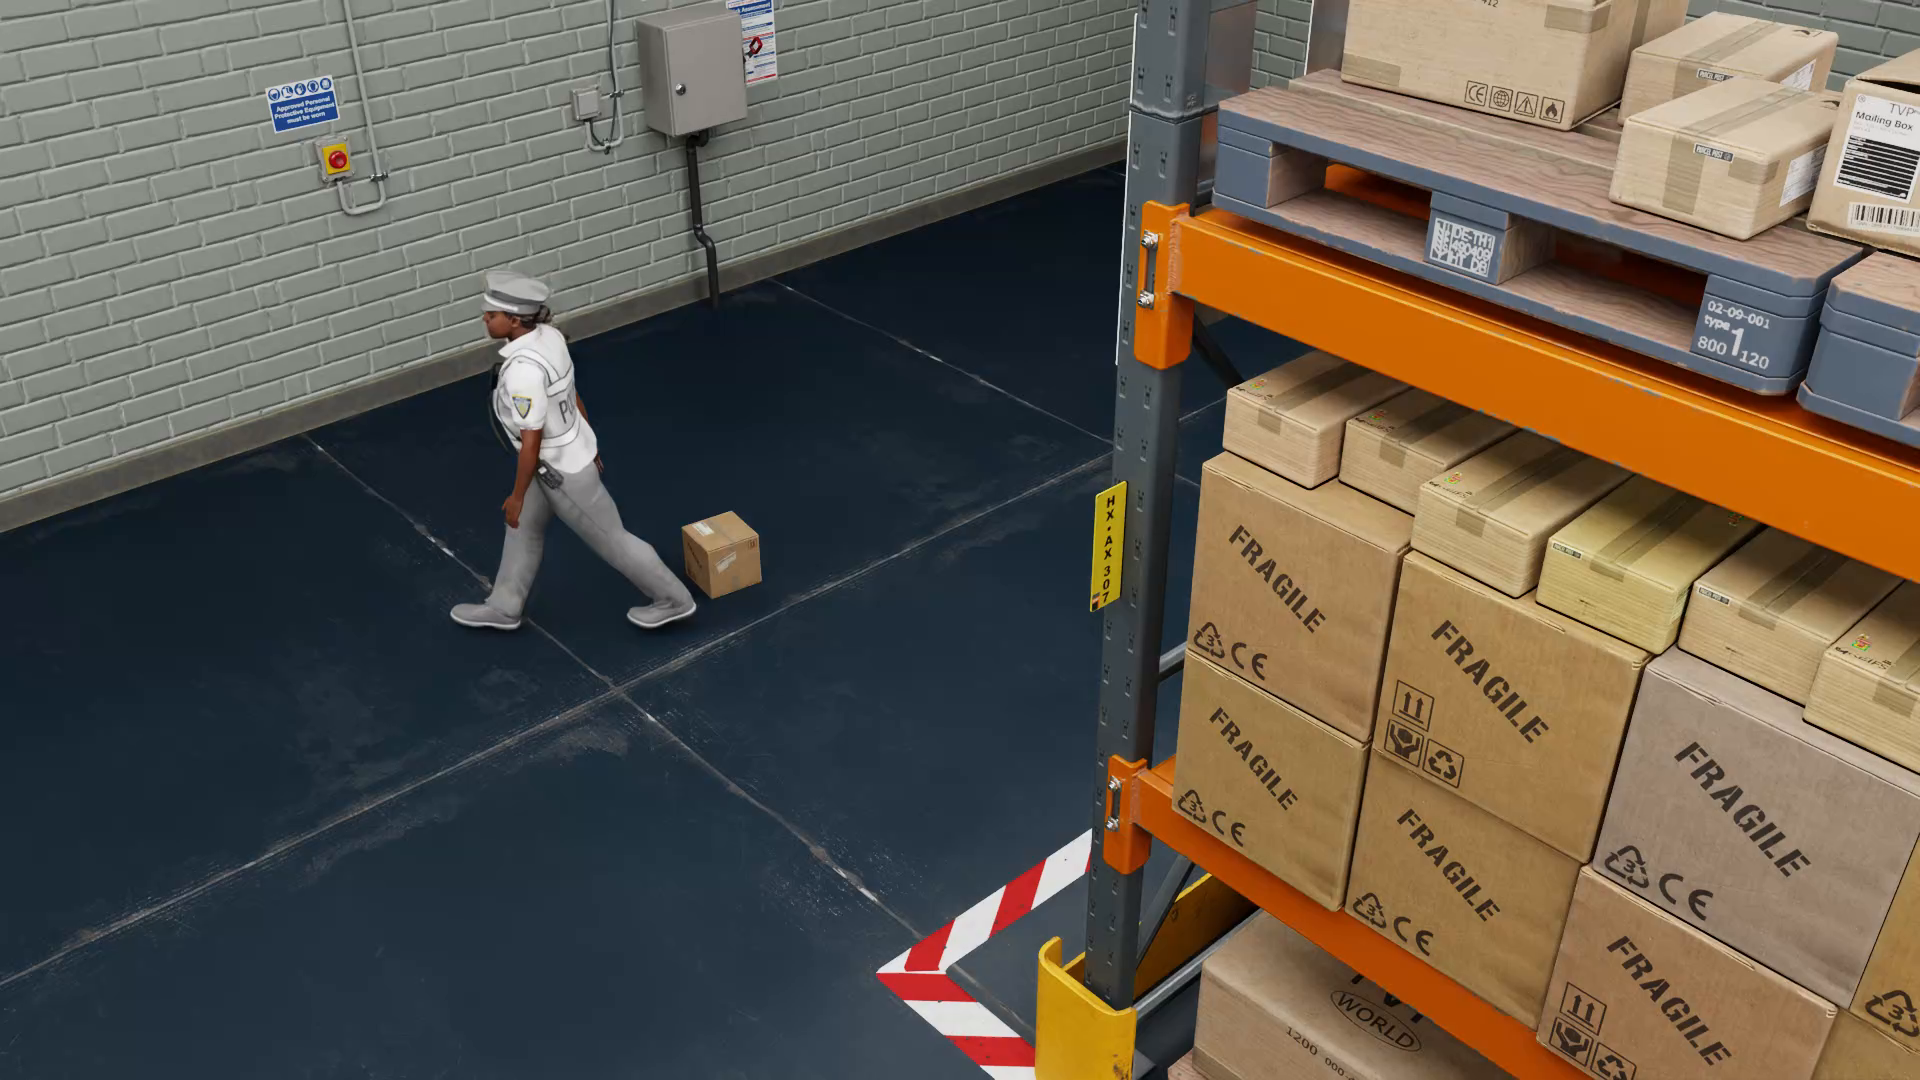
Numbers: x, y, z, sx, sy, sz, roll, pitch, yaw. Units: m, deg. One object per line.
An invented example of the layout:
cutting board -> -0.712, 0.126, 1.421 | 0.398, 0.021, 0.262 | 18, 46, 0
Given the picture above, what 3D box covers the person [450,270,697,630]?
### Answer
person -> -1.636, -0.306, 6.617 | 1.022, 1.614, 0.476 | -5, 32, -8
